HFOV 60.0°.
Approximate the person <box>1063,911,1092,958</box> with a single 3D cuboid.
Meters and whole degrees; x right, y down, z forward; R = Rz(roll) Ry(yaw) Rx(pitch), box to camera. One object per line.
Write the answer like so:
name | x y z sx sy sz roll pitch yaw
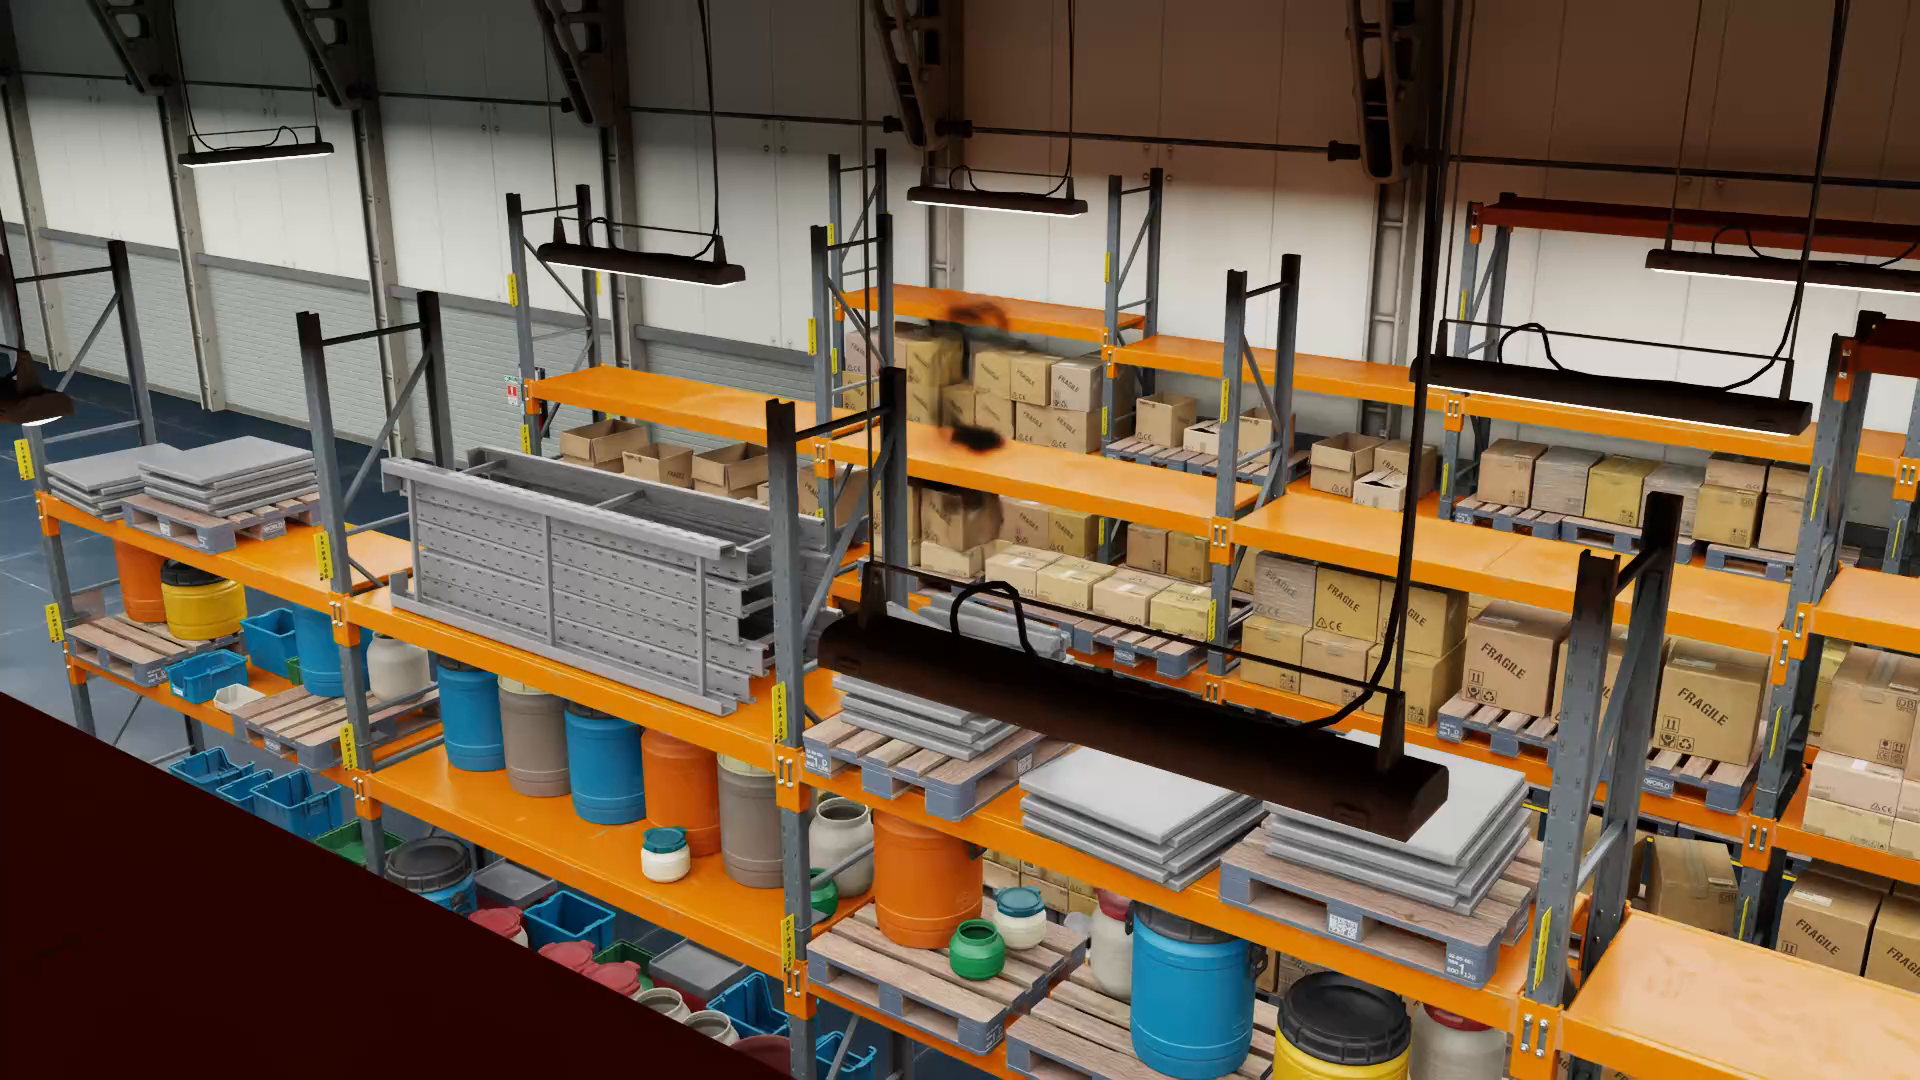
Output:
person | 1.011 3.509 12.150 0.688 1.619 0.607 11 21 29
